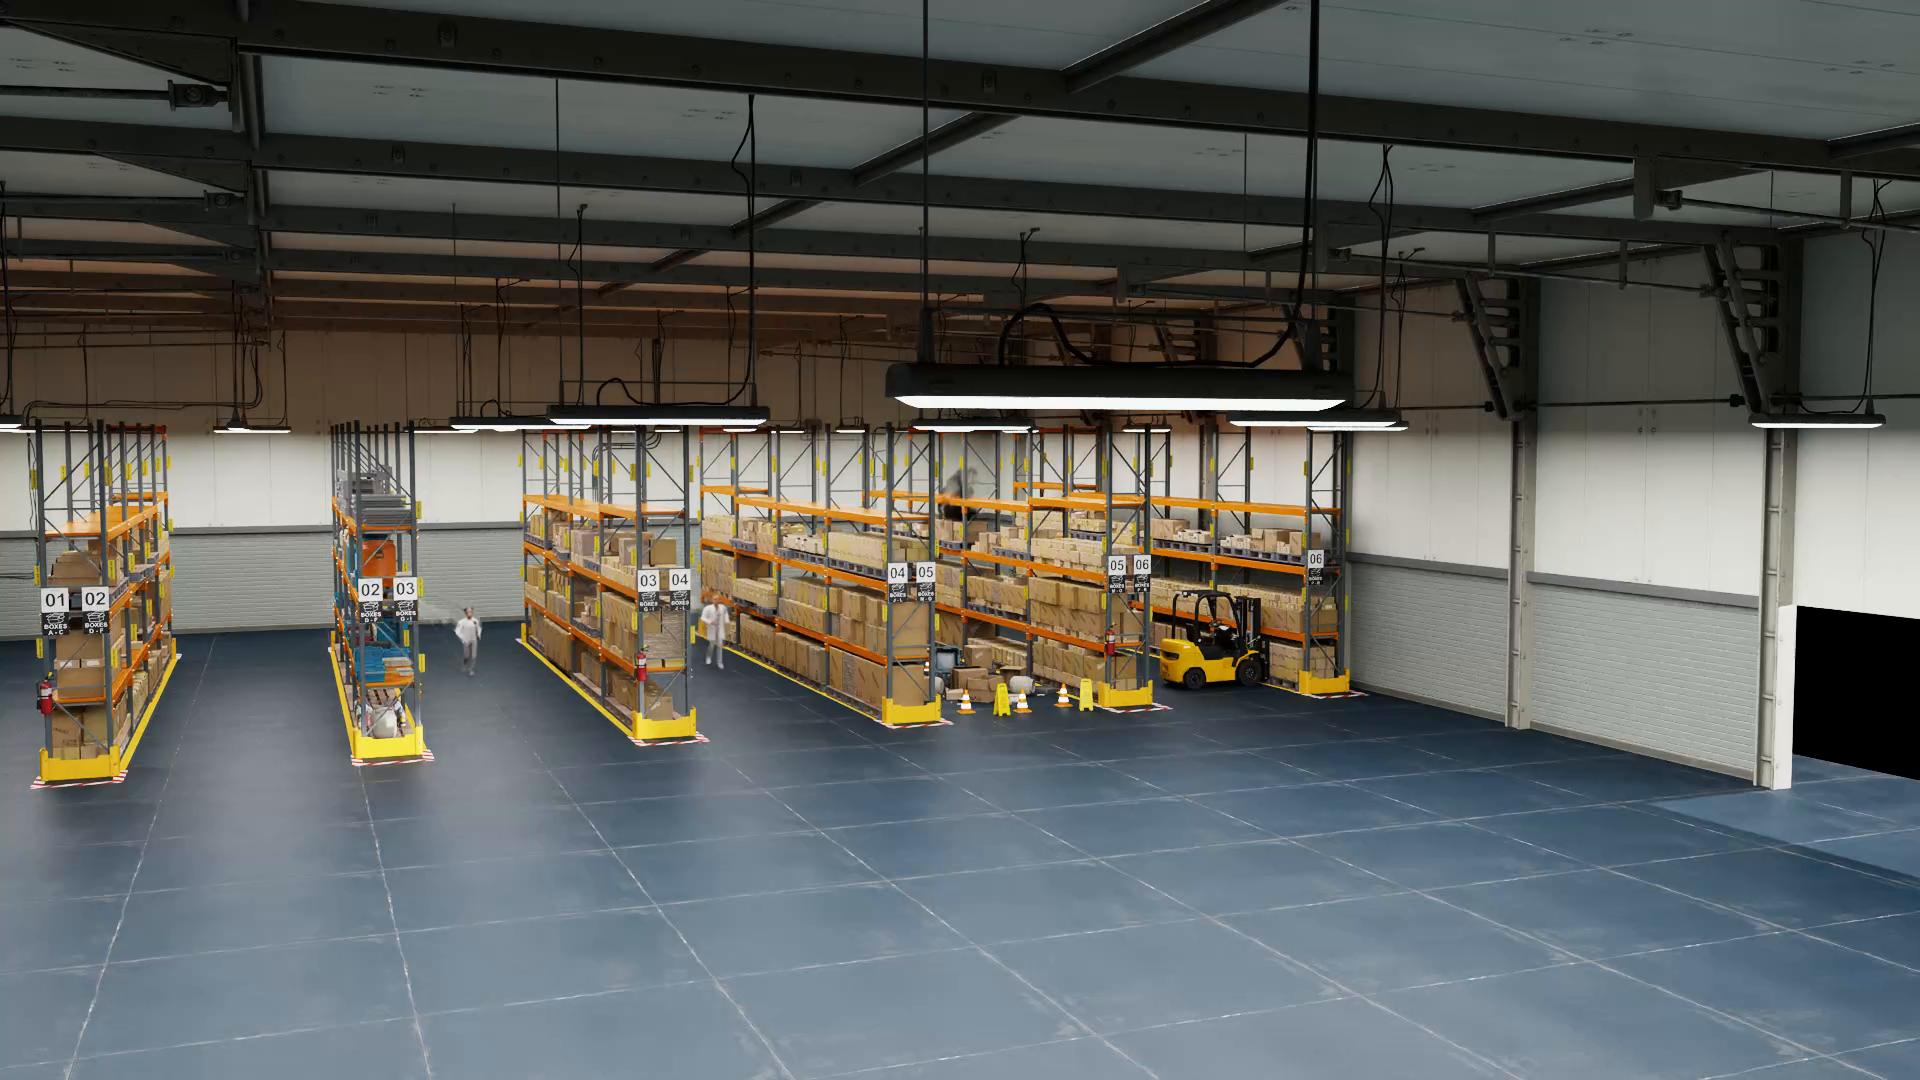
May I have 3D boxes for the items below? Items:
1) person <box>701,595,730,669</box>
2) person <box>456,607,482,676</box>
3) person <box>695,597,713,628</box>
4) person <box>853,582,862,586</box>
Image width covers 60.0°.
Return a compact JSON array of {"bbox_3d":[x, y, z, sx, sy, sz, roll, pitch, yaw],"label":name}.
[{"bbox_3d":[-6.067,2.258,41.236,0.734,1.799,0.934,-2,4,-25],"label":"person"},{"bbox_3d":[-11.722,2.412,39.775,0.614,1.648,0.572,-2,4,-29],"label":"person"},{"bbox_3d":[-7.436,1.745,49.475,0.951,1.759,0.762,0,4,-4],"label":"person"},{"bbox_3d":[-3.148,1.652,51.260,0.945,1.714,0.768,-1,4,-15],"label":"person"}]
